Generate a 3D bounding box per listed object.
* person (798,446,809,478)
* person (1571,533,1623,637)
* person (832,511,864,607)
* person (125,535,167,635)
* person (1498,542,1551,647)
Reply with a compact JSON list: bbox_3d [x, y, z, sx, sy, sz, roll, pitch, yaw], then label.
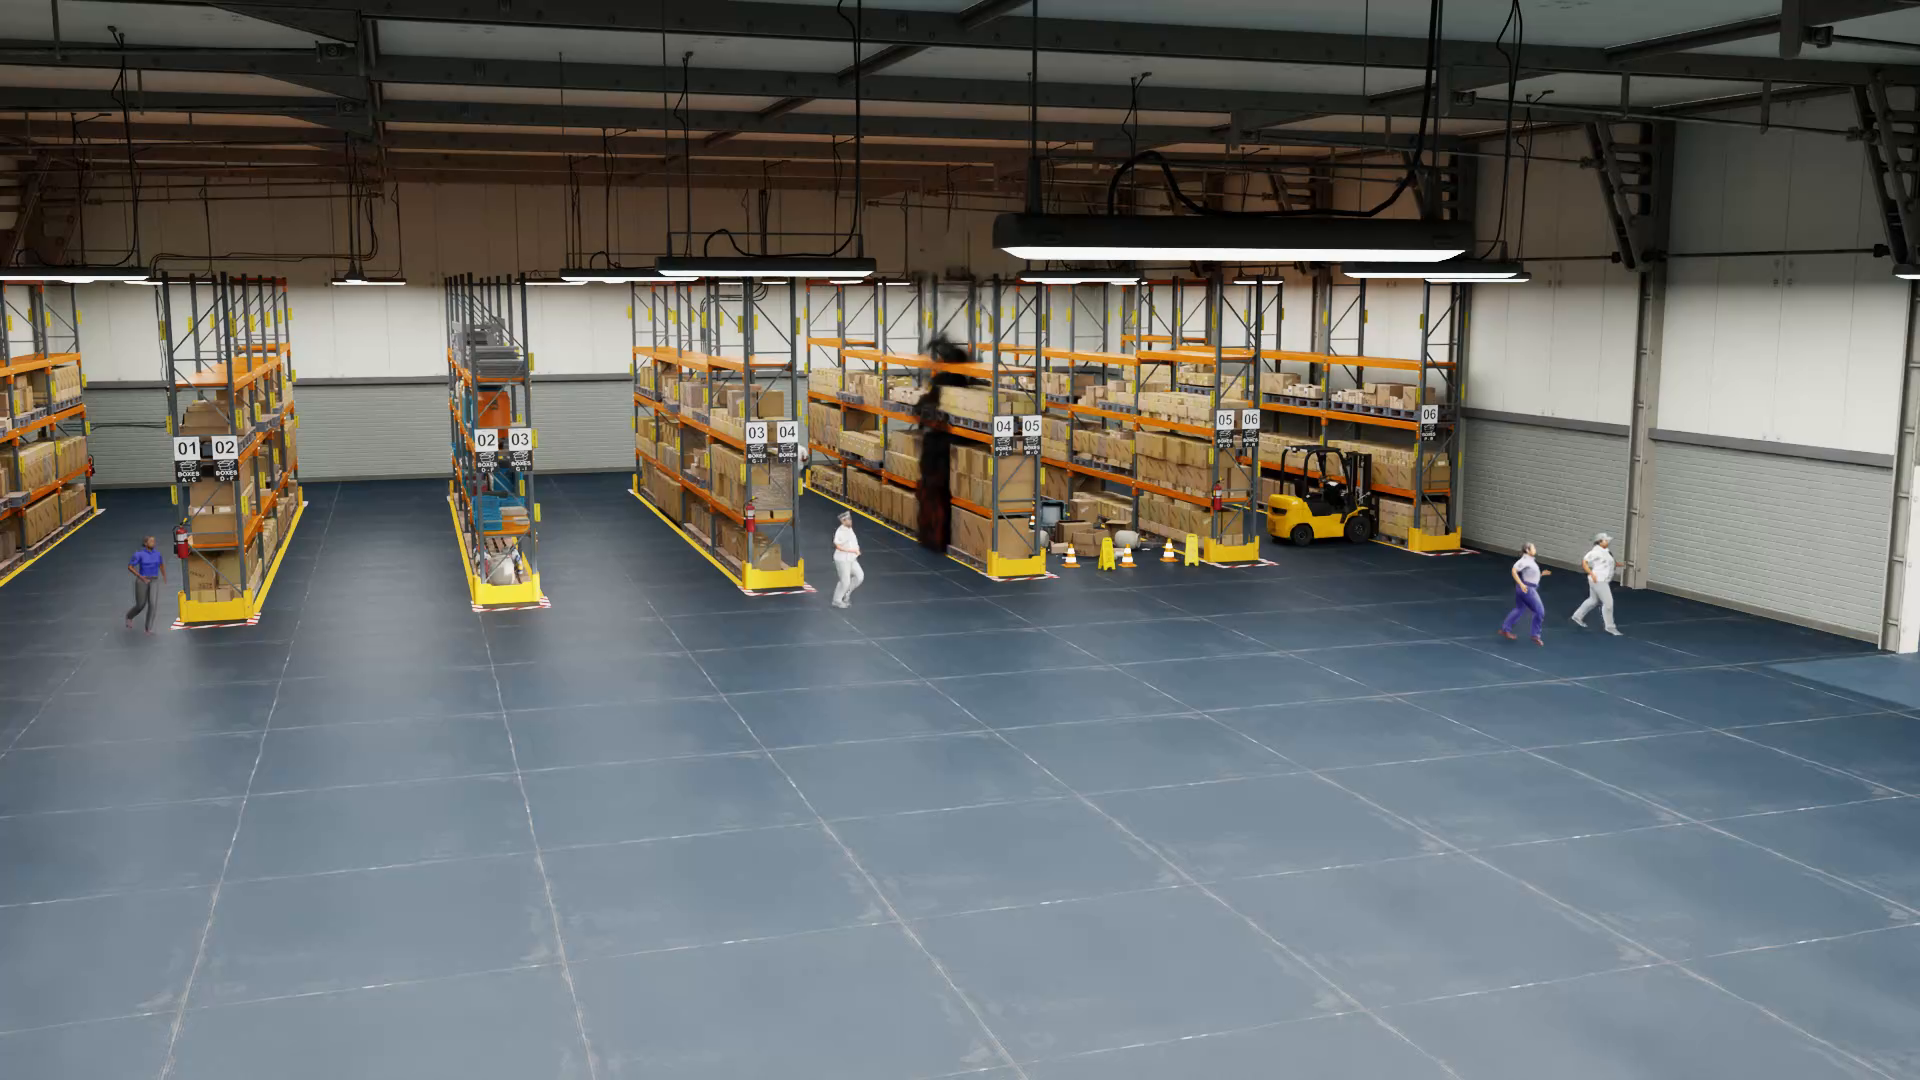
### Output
[{"bbox_3d":[-4.408,-1.905,44.798,0.681,1.781,0.916,-2,9,-14],"label":"person"},{"bbox_3d":[10.666,0.718,27.749,0.878,1.695,0.591,5,10,32],"label":"person"},{"bbox_3d":[-2.009,0.356,29.963,0.649,1.777,0.669,4,9,22],"label":"person"},{"bbox_3d":[-13.613,0.729,27.923,0.769,1.621,0.636,6,11,35],"label":"person"},{"bbox_3d":[9.141,0.873,26.901,0.764,1.711,0.579,2,9,14],"label":"person"}]
